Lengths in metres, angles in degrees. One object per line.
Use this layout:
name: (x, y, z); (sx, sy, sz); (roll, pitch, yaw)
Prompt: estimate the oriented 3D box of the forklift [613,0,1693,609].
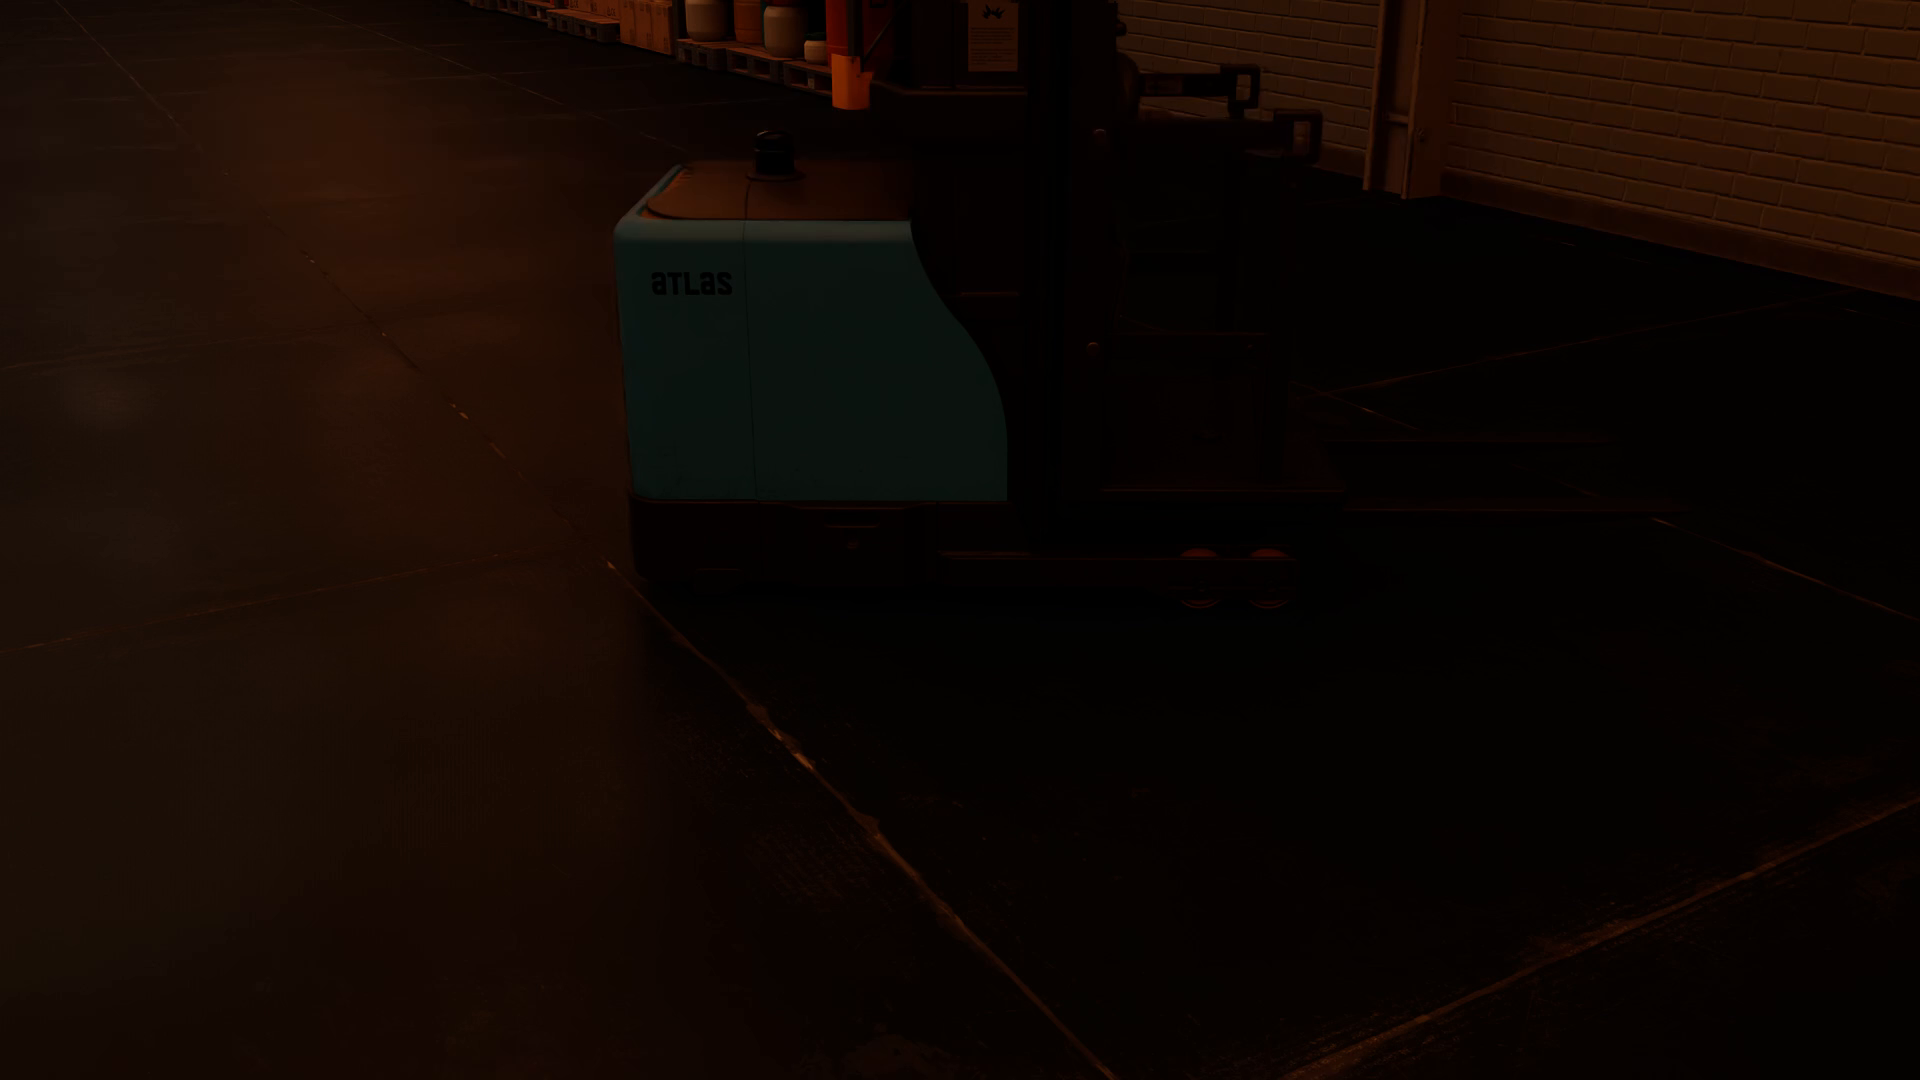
forklift: (0.588, -1.366, 4.603); (3.031, 2.935, 1.130); (0, 22, 0)
